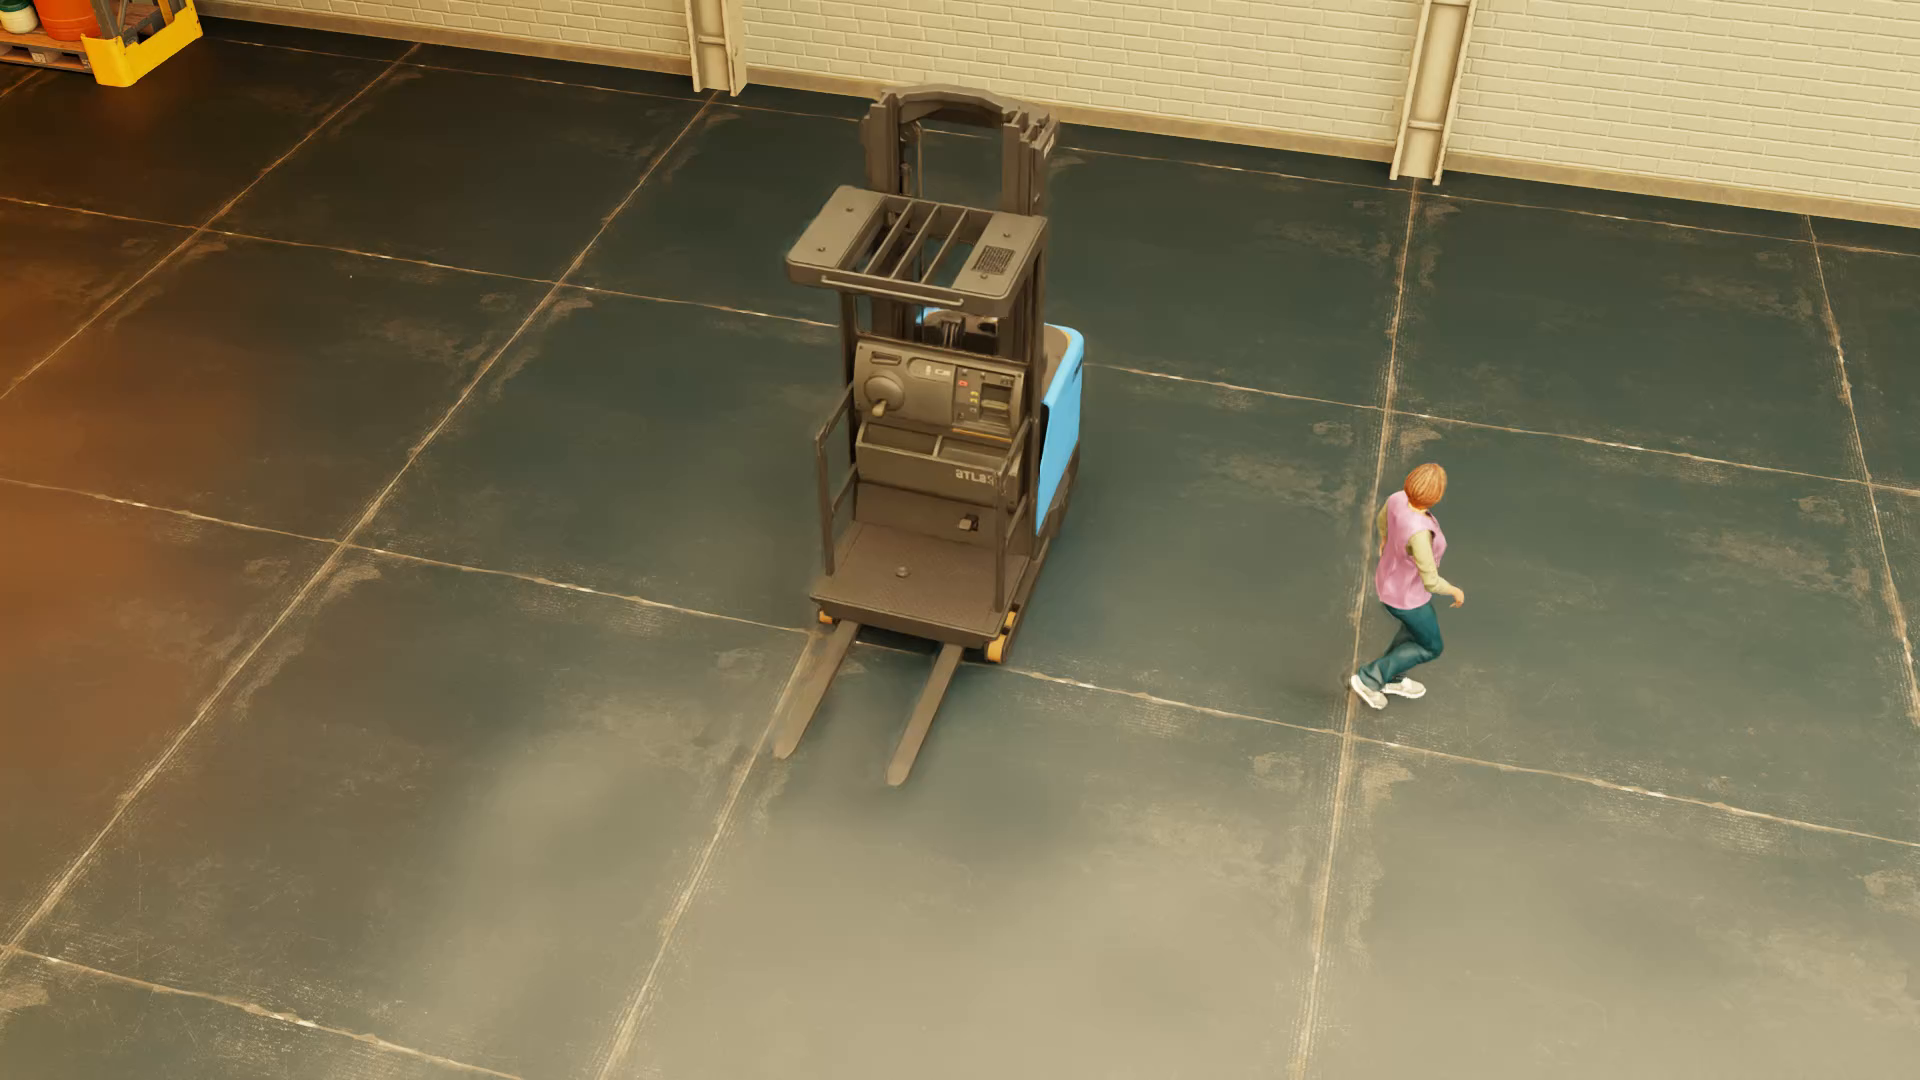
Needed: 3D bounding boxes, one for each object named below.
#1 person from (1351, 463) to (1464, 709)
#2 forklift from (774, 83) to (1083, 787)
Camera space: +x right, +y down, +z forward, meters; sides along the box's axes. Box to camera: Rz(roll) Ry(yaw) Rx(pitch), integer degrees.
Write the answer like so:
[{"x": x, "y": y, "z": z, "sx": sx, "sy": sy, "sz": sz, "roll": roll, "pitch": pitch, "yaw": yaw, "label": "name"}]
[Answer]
[{"x": 2.352, "y": 0.227, "z": 8.650, "sx": 0.473, "sy": 1.562, "sz": 0.623, "roll": 3, "pitch": 41, "yaw": 3, "label": "person"}, {"x": -0.178, "y": -0.716, "z": 8.678, "sx": 1.130, "sy": 2.935, "sz": 3.031, "roll": 12, "pitch": 43, "yaw": 13, "label": "forklift"}]
